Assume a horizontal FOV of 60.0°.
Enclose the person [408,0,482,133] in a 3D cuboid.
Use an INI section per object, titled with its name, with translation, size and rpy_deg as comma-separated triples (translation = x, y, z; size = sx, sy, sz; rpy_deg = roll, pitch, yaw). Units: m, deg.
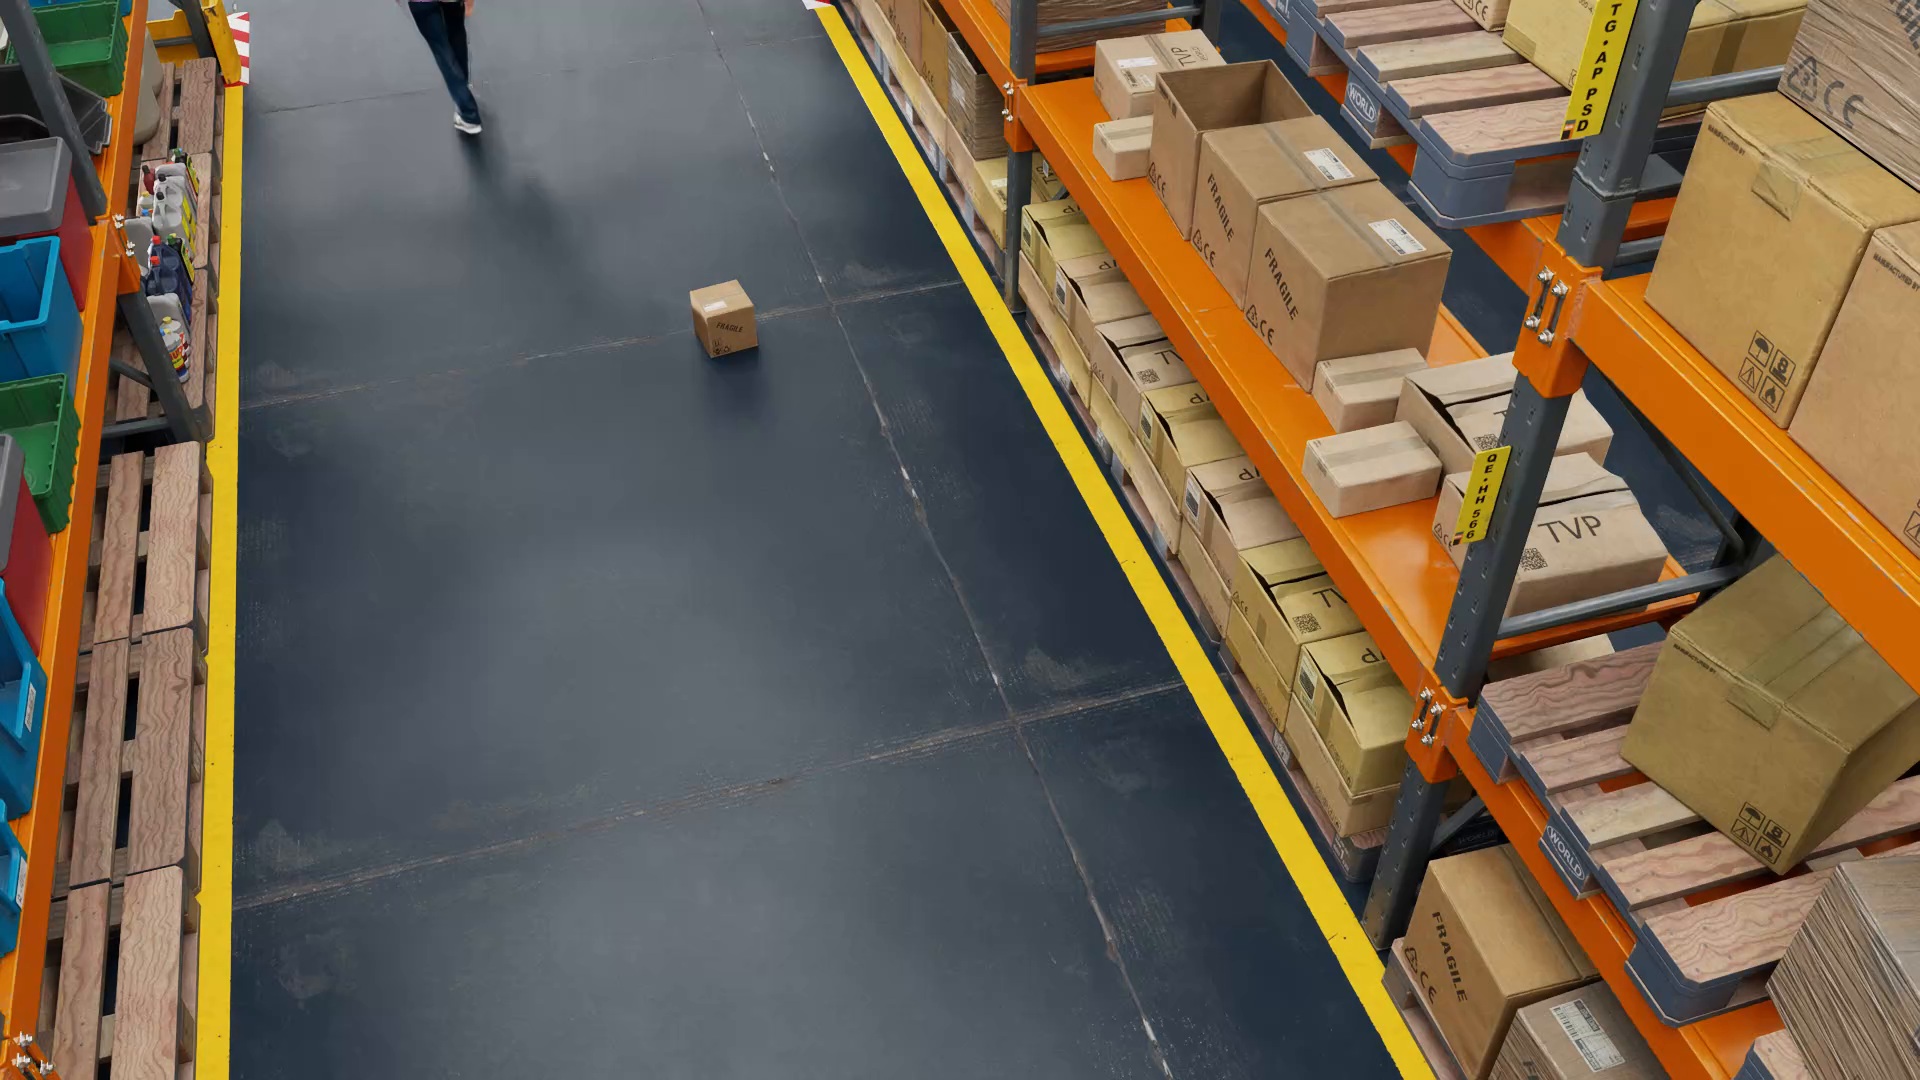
[person]
translation = -3.066, -3.199, 9.601
size = 0.433, 1.564, 0.858
rpy_deg = -22, 47, -22
